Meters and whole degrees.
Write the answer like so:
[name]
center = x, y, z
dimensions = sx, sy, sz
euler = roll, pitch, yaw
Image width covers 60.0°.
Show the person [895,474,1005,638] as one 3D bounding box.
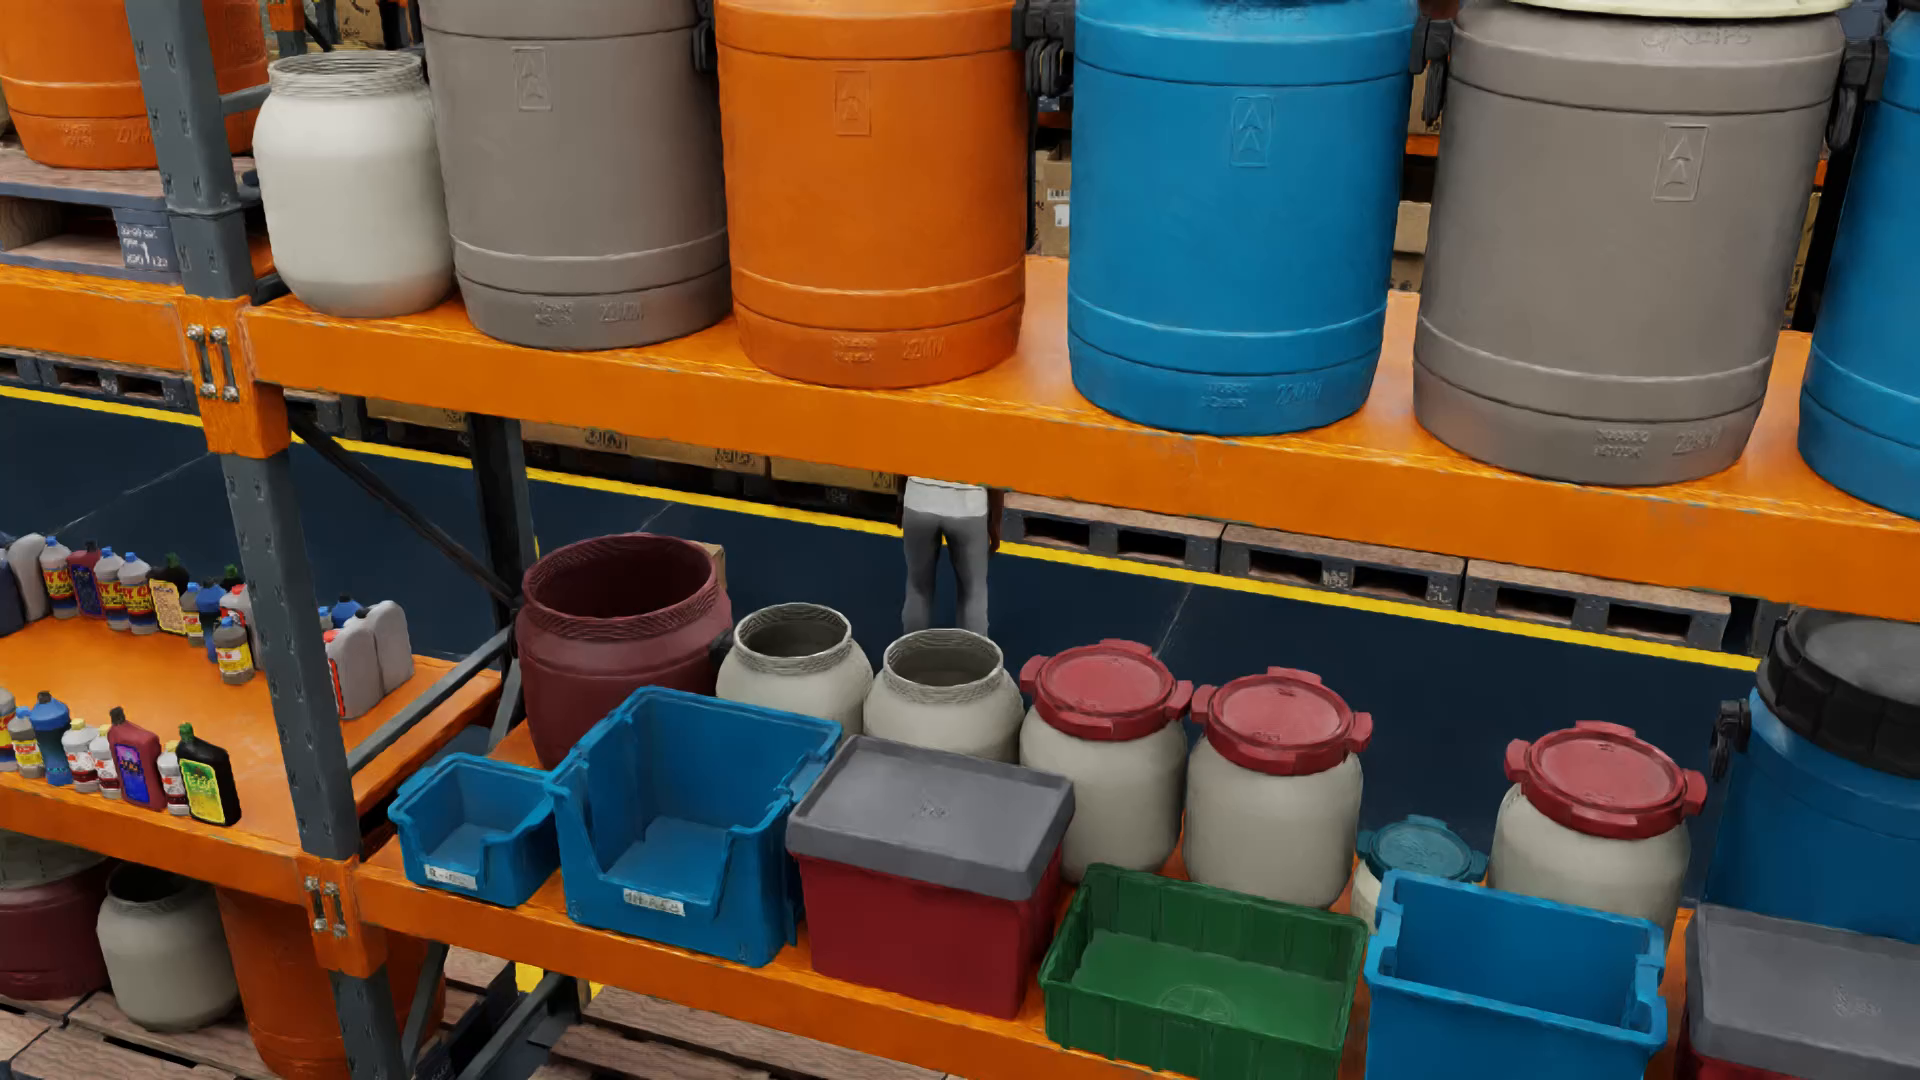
[person]
center = -0.052, -0.103, 7.266
dimensions = 0.501, 1.677, 0.360
euler = 3, 26, 7
